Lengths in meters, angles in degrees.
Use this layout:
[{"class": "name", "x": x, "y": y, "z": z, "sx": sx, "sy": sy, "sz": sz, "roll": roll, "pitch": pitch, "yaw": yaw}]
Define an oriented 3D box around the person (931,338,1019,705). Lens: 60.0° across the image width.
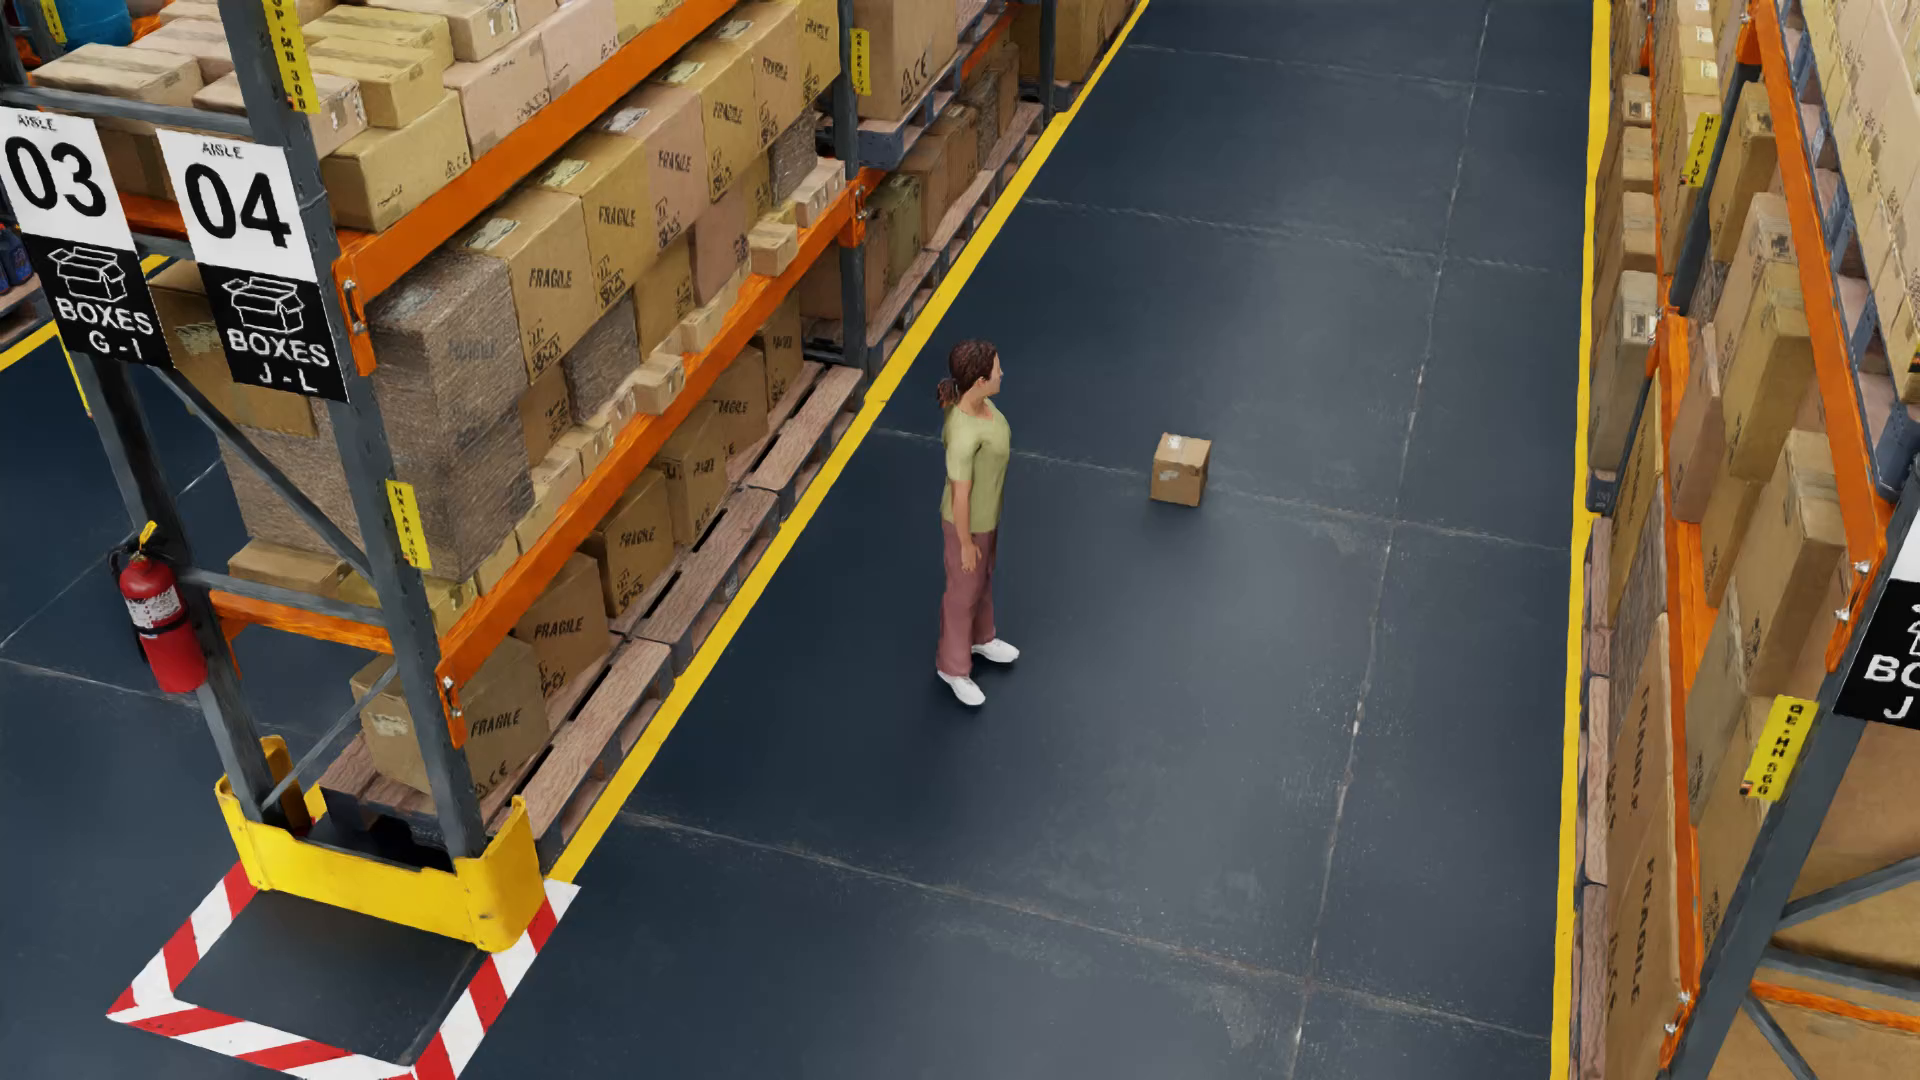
[{"class": "person", "x": 0.071, "y": -0.095, "z": 6.976, "sx": 0.374, "sy": 1.681, "sz": 0.525, "roll": 5, "pitch": 37, "yaw": 7}]
